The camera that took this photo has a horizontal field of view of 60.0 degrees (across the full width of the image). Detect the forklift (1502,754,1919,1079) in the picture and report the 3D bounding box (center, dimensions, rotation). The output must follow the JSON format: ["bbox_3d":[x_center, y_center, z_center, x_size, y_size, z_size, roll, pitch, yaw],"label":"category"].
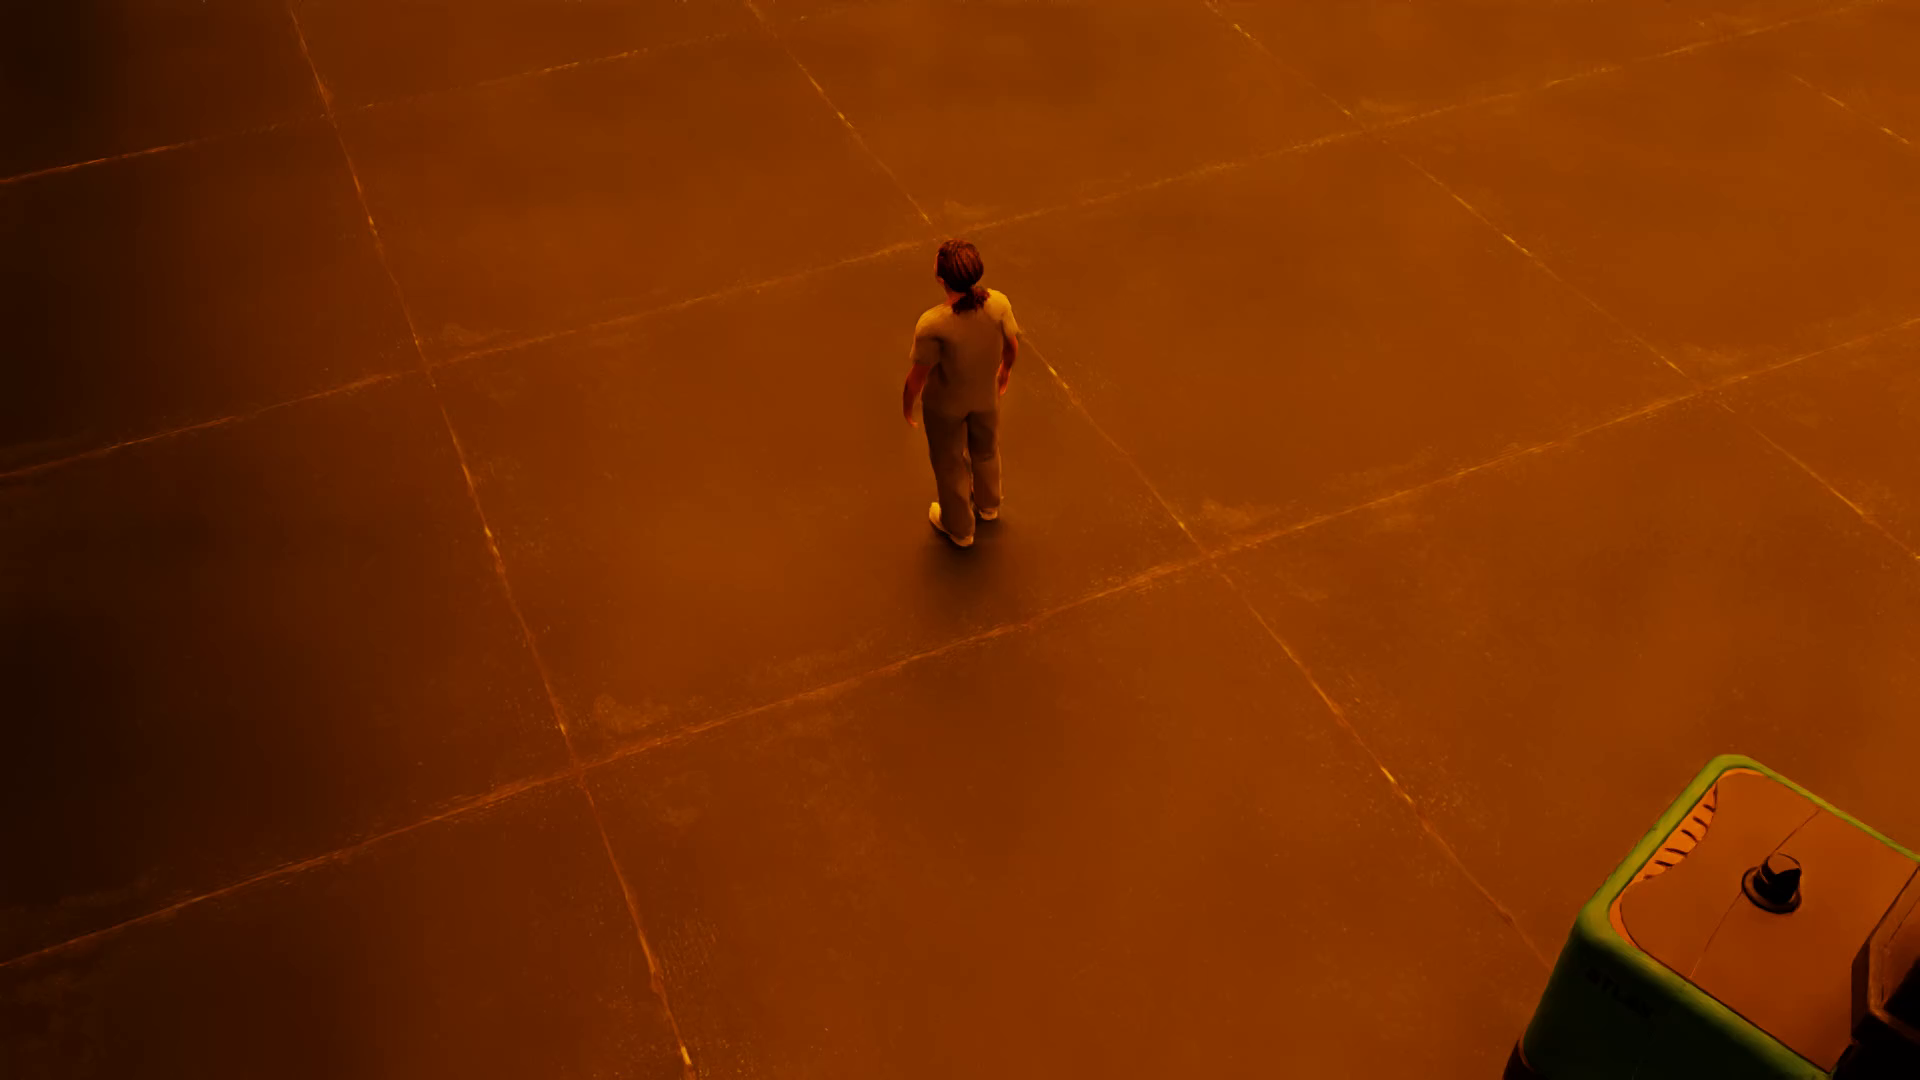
[{"bbox_3d":[3.259,1.342,4.242,1.130,2.935,3.031,-34,53,-31],"label":"forklift"}]

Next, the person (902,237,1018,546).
[{"bbox_3d":[-0.019,-0.667,7.305,0.550,1.674,0.548,-18,46,-18],"label":"person"}]
